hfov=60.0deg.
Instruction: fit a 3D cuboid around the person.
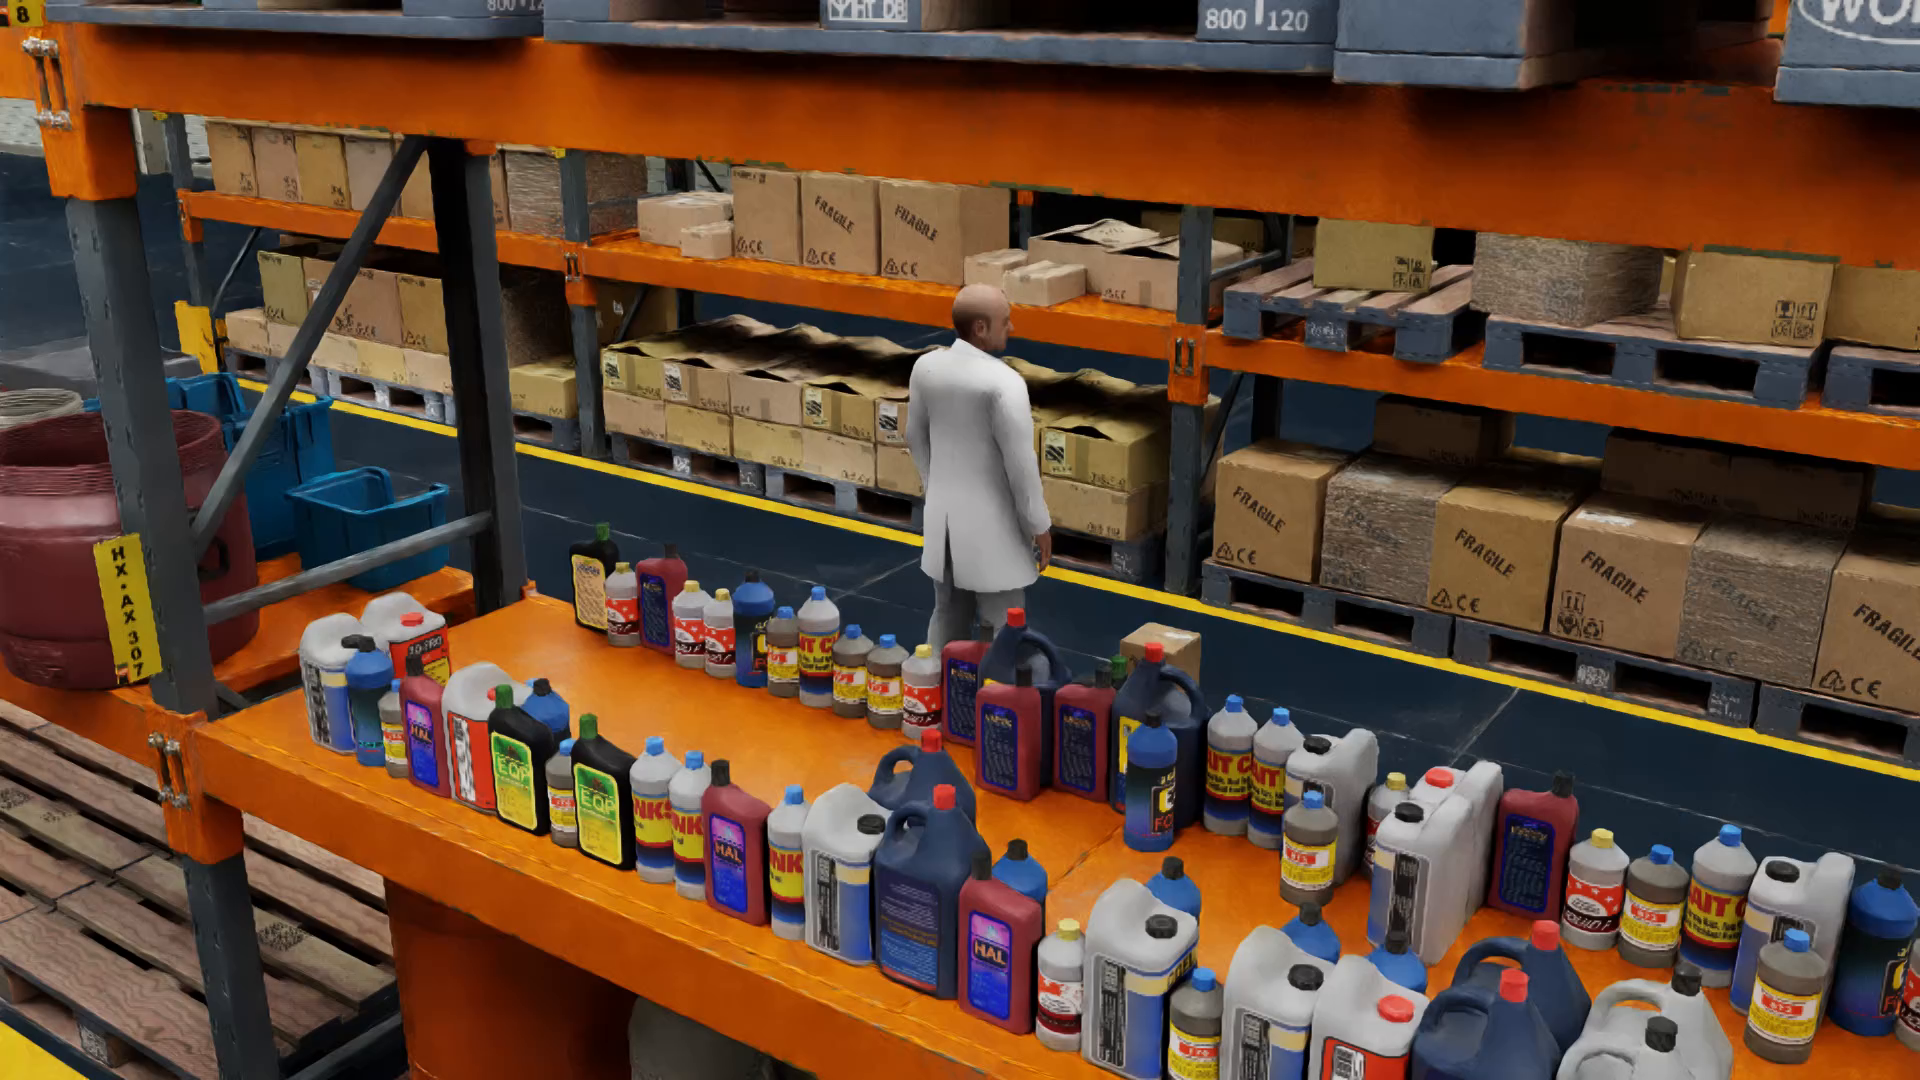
[{"bbox_3d":[0.107,-0.065,6.258,0.433,1.826,0.637,-18,27,-42],"label":"person"}]
